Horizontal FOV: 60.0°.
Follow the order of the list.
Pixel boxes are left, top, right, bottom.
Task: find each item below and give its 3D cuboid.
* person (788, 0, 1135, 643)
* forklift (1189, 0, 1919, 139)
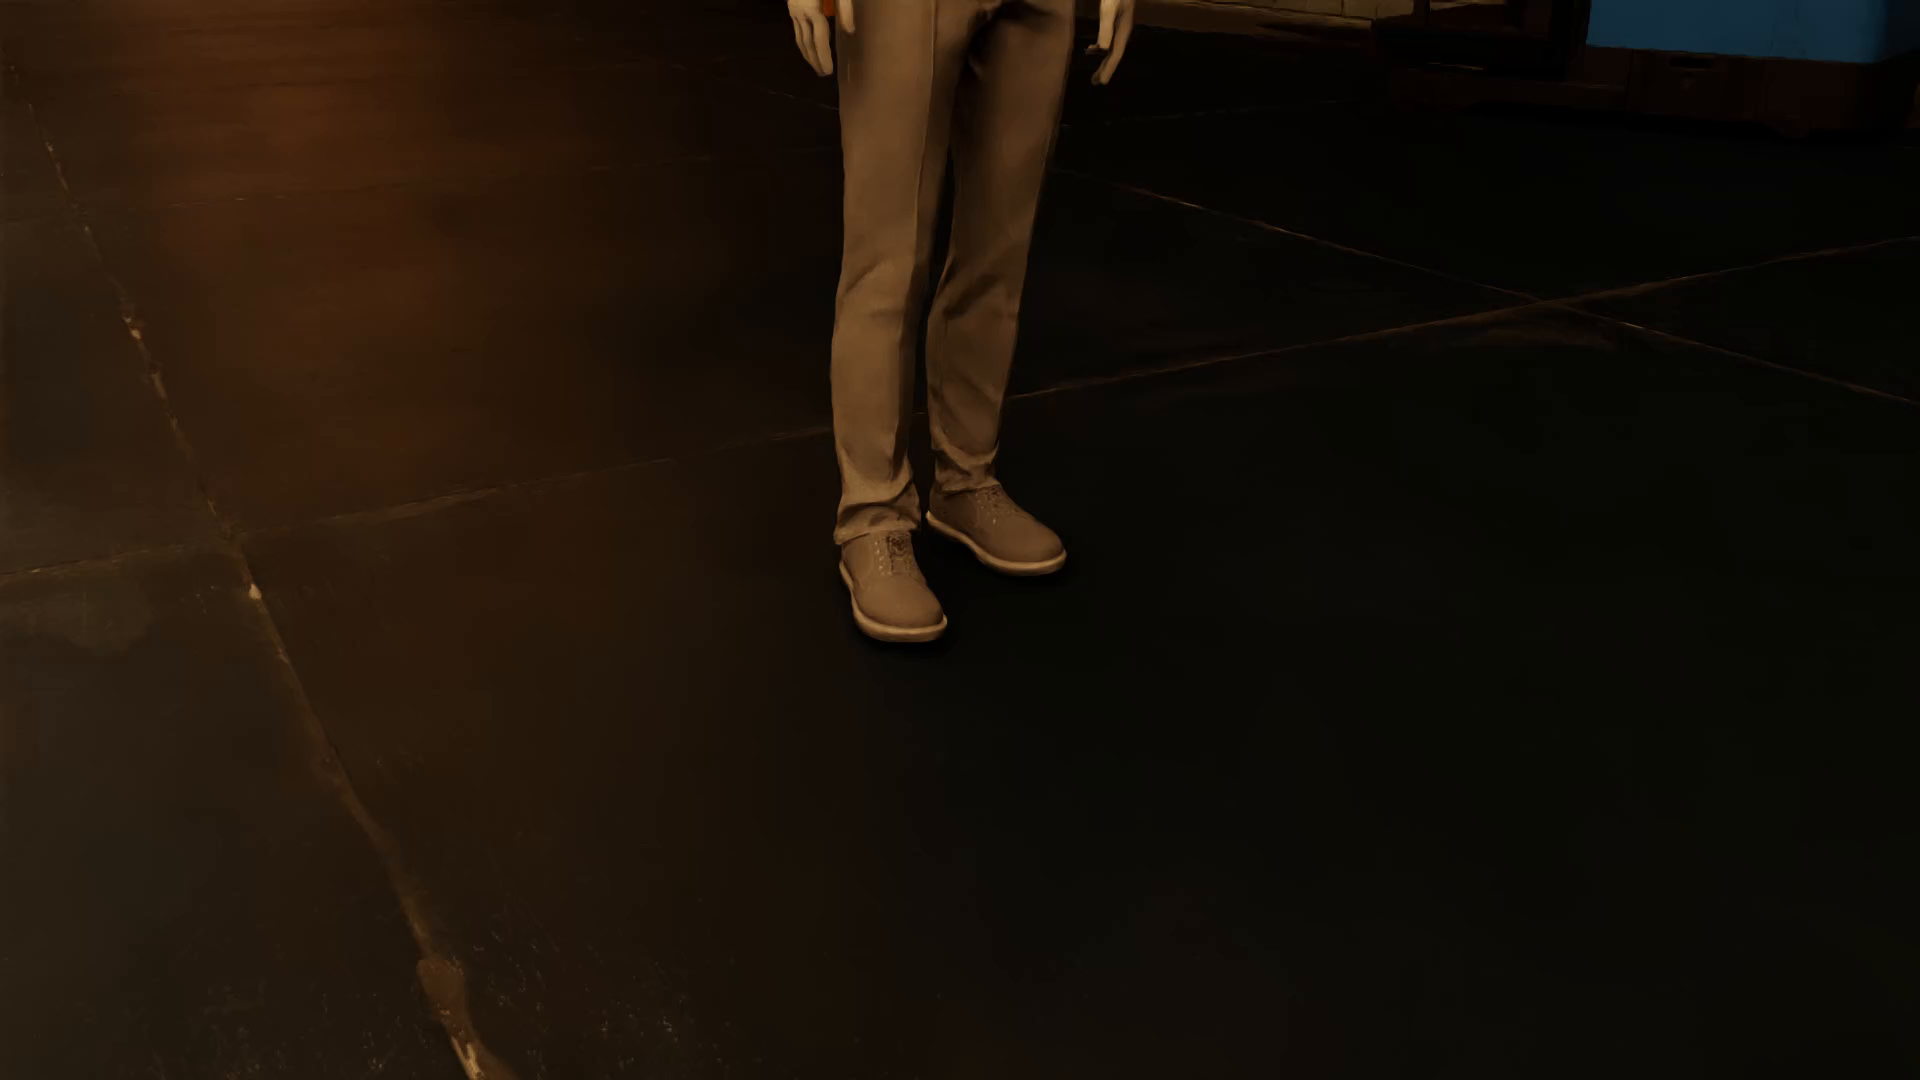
[{"bbox_3d":[0.028,-0.767,2.252,0.586,1.695,0.533,-12,25,-28],"label":"person"},{"bbox_3d":[2.468,-3.297,6.808,3.031,2.935,1.130,18,28,36],"label":"forklift"}]
